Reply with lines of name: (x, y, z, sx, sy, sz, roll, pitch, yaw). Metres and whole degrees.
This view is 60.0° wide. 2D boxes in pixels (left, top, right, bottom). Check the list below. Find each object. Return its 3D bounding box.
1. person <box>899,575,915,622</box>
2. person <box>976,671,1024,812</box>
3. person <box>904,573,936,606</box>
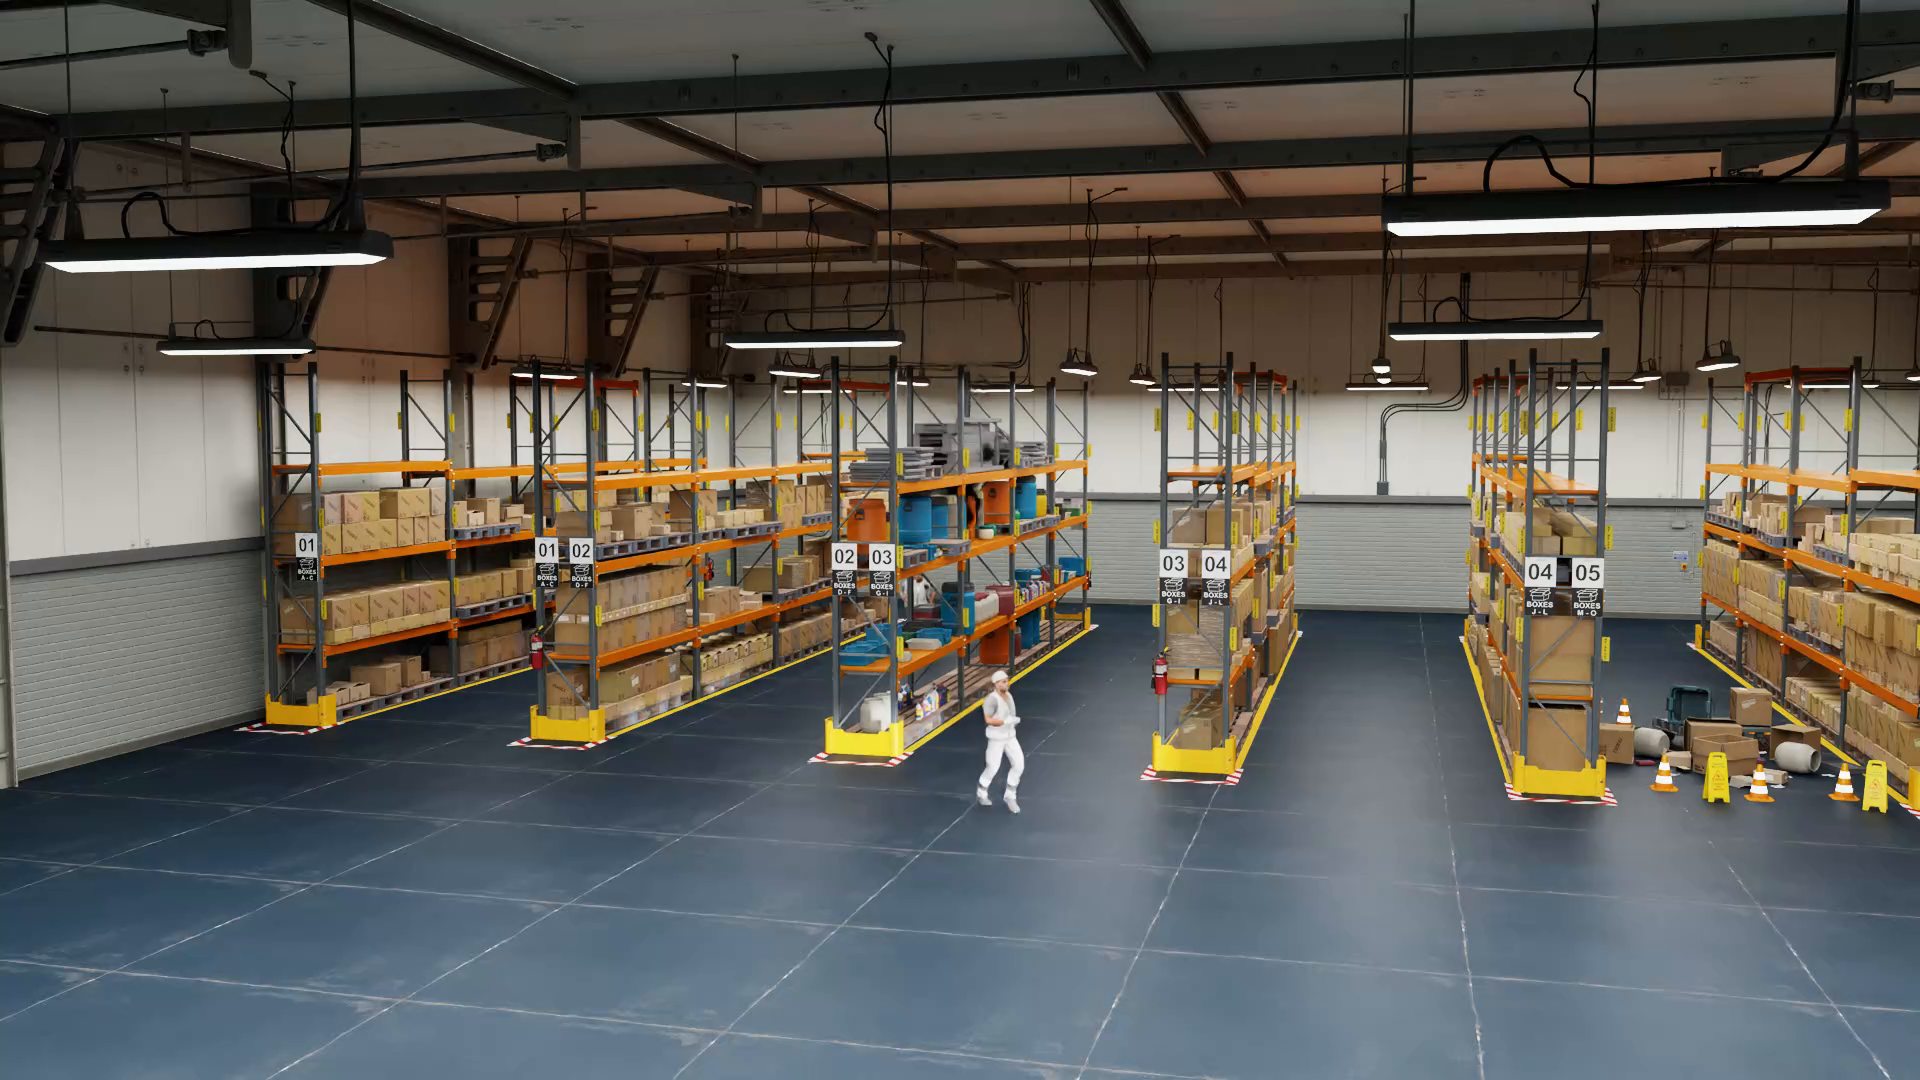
person: (-1.053, 1.505, 37.728, 0.641, 1.710, 0.736, 1, 4, 14)
person: (0.527, 2.603, 21.431, 0.664, 1.852, 0.776, -4, 6, -45)
person: (-0.840, 1.454, 34.329, 0.608, 1.826, 0.879, 1, 4, 15)
